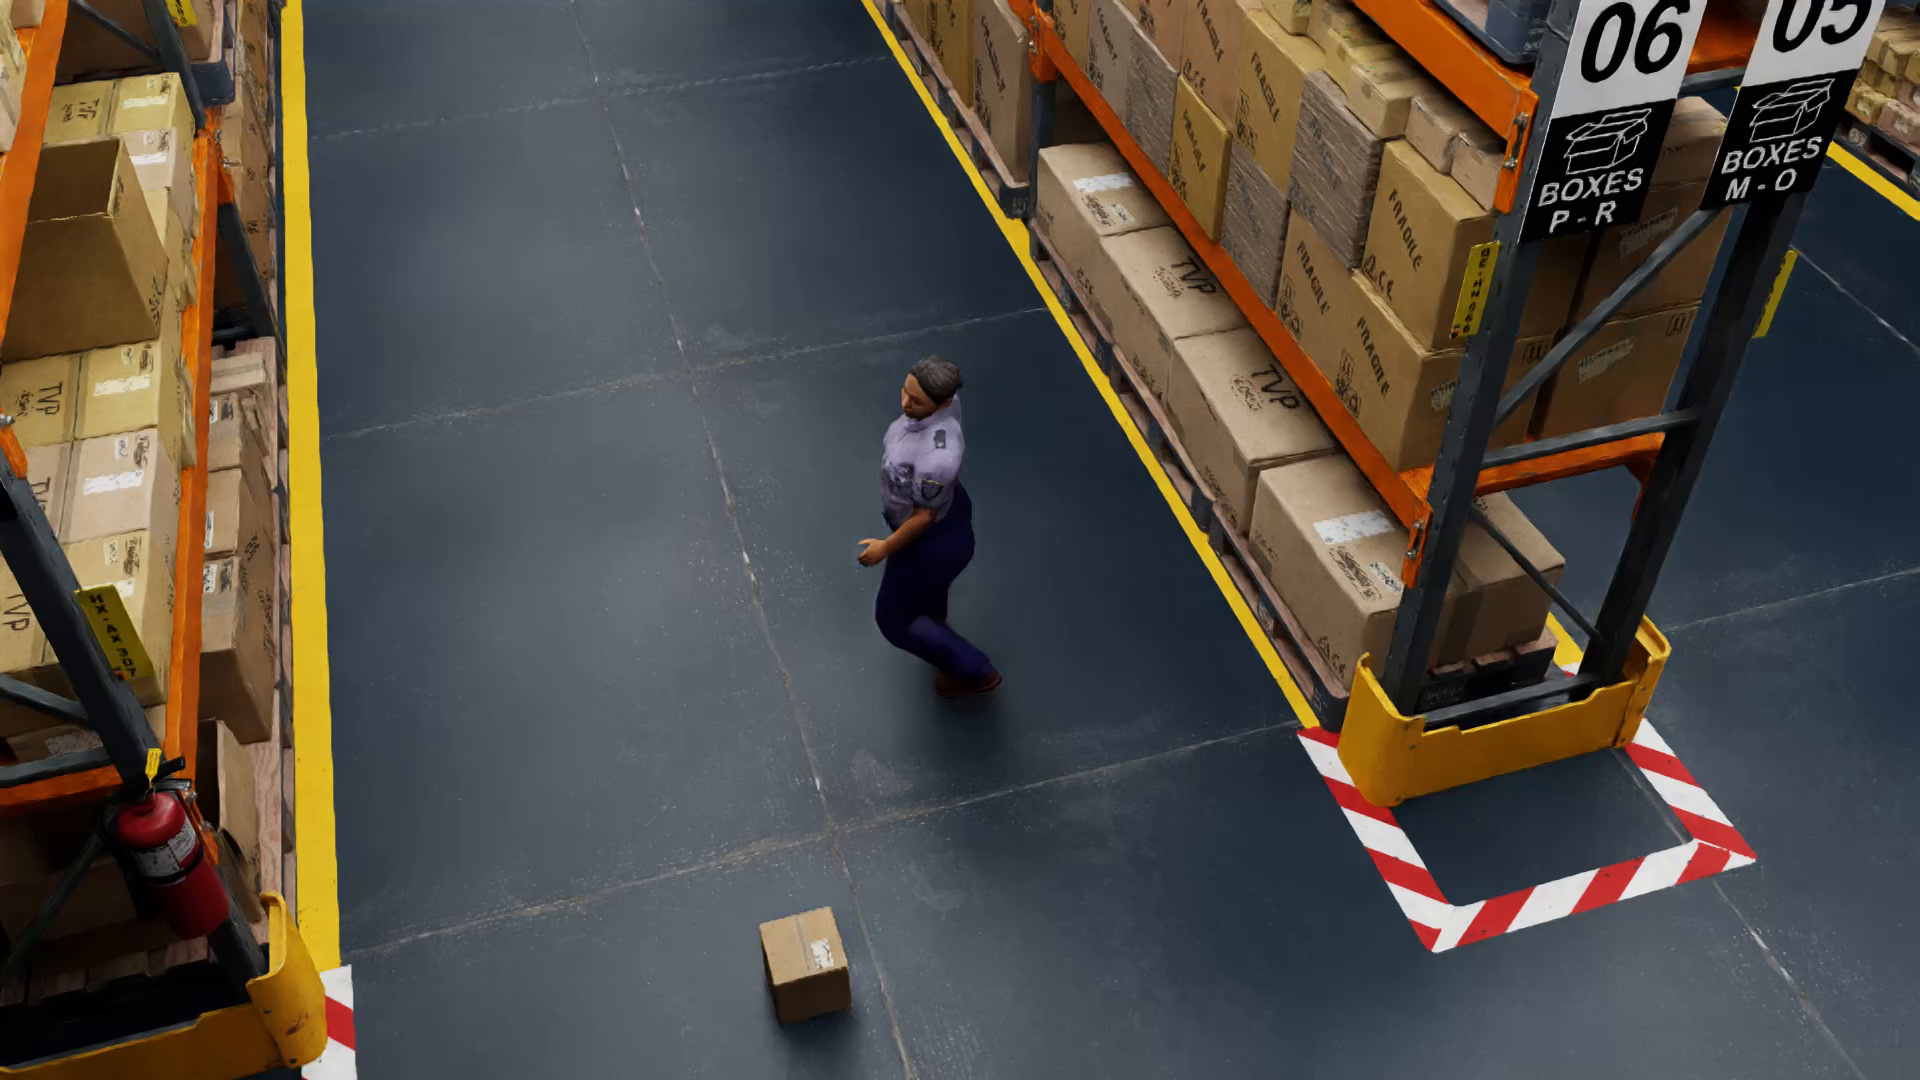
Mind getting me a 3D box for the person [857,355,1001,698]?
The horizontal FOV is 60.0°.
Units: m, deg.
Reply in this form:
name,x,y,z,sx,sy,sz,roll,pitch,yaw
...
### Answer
name,x,y,z,sx,sy,sz,roll,pitch,yaw
person,-0.138,-0.090,6.292,0.520,1.615,0.662,-3,43,-3
